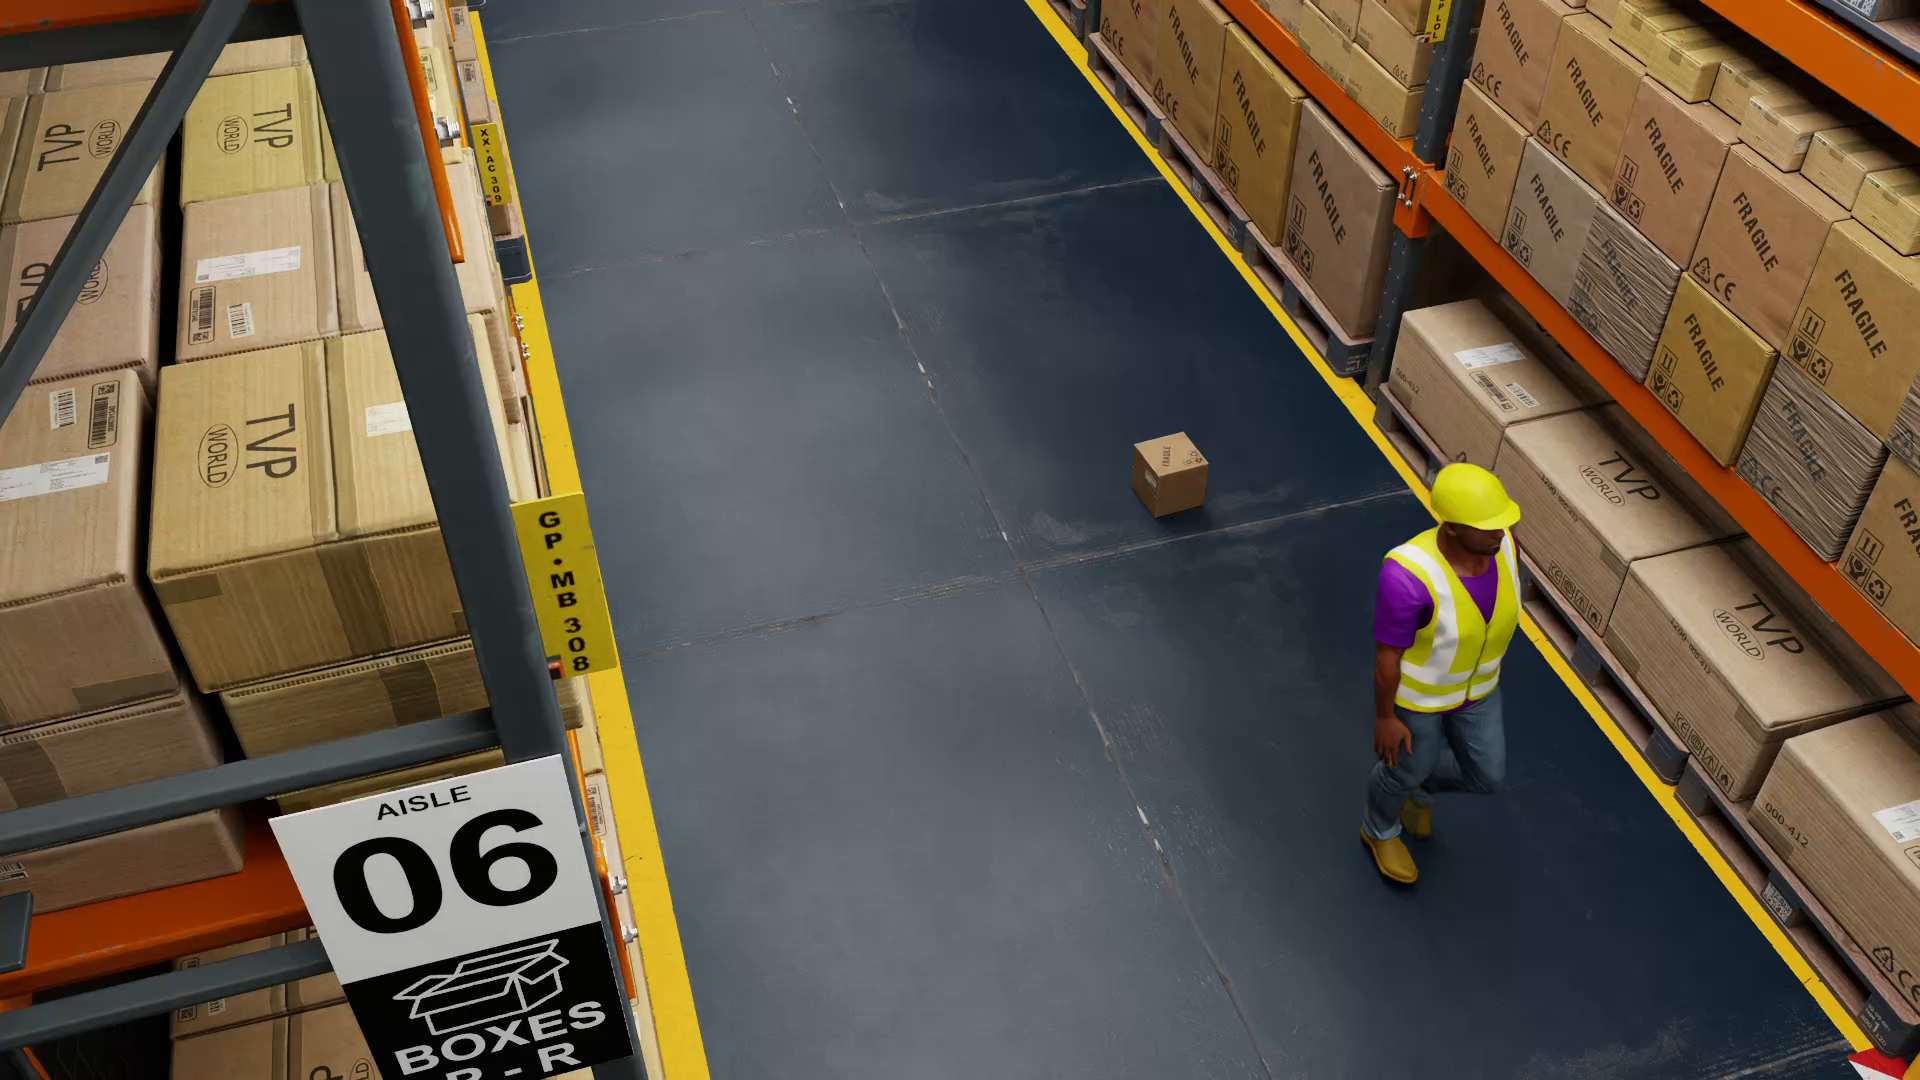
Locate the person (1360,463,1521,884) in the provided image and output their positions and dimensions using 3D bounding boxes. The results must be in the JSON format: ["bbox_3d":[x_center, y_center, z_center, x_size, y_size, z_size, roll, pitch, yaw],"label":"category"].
[{"bbox_3d":[1.611,0.498,5.564,0.578,1.773,0.456,-18,45,-18],"label":"person"}]
